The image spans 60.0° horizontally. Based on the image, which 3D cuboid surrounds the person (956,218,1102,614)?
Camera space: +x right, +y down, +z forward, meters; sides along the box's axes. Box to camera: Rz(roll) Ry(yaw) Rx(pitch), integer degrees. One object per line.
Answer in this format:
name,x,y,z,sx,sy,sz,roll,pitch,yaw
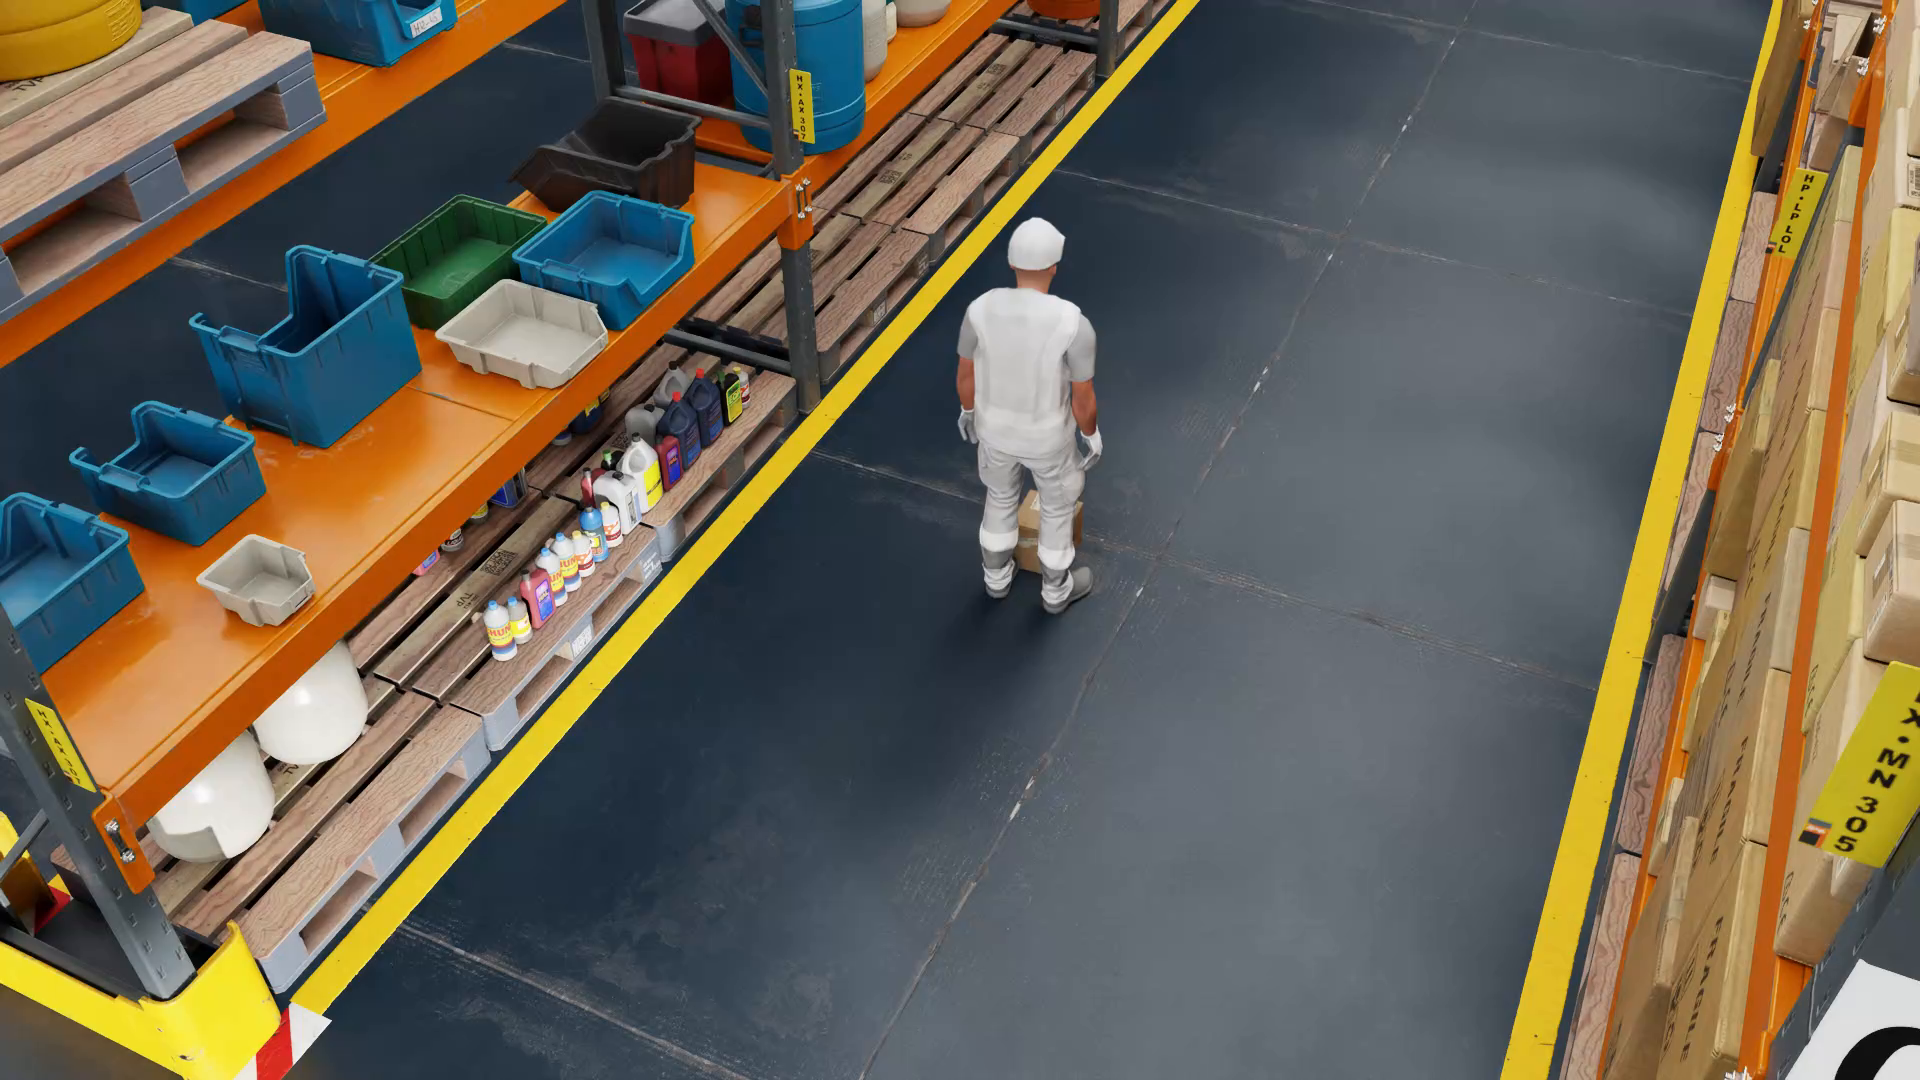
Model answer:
person,0.281,-0.461,6.669,0.608,1.777,0.454,15,44,17
